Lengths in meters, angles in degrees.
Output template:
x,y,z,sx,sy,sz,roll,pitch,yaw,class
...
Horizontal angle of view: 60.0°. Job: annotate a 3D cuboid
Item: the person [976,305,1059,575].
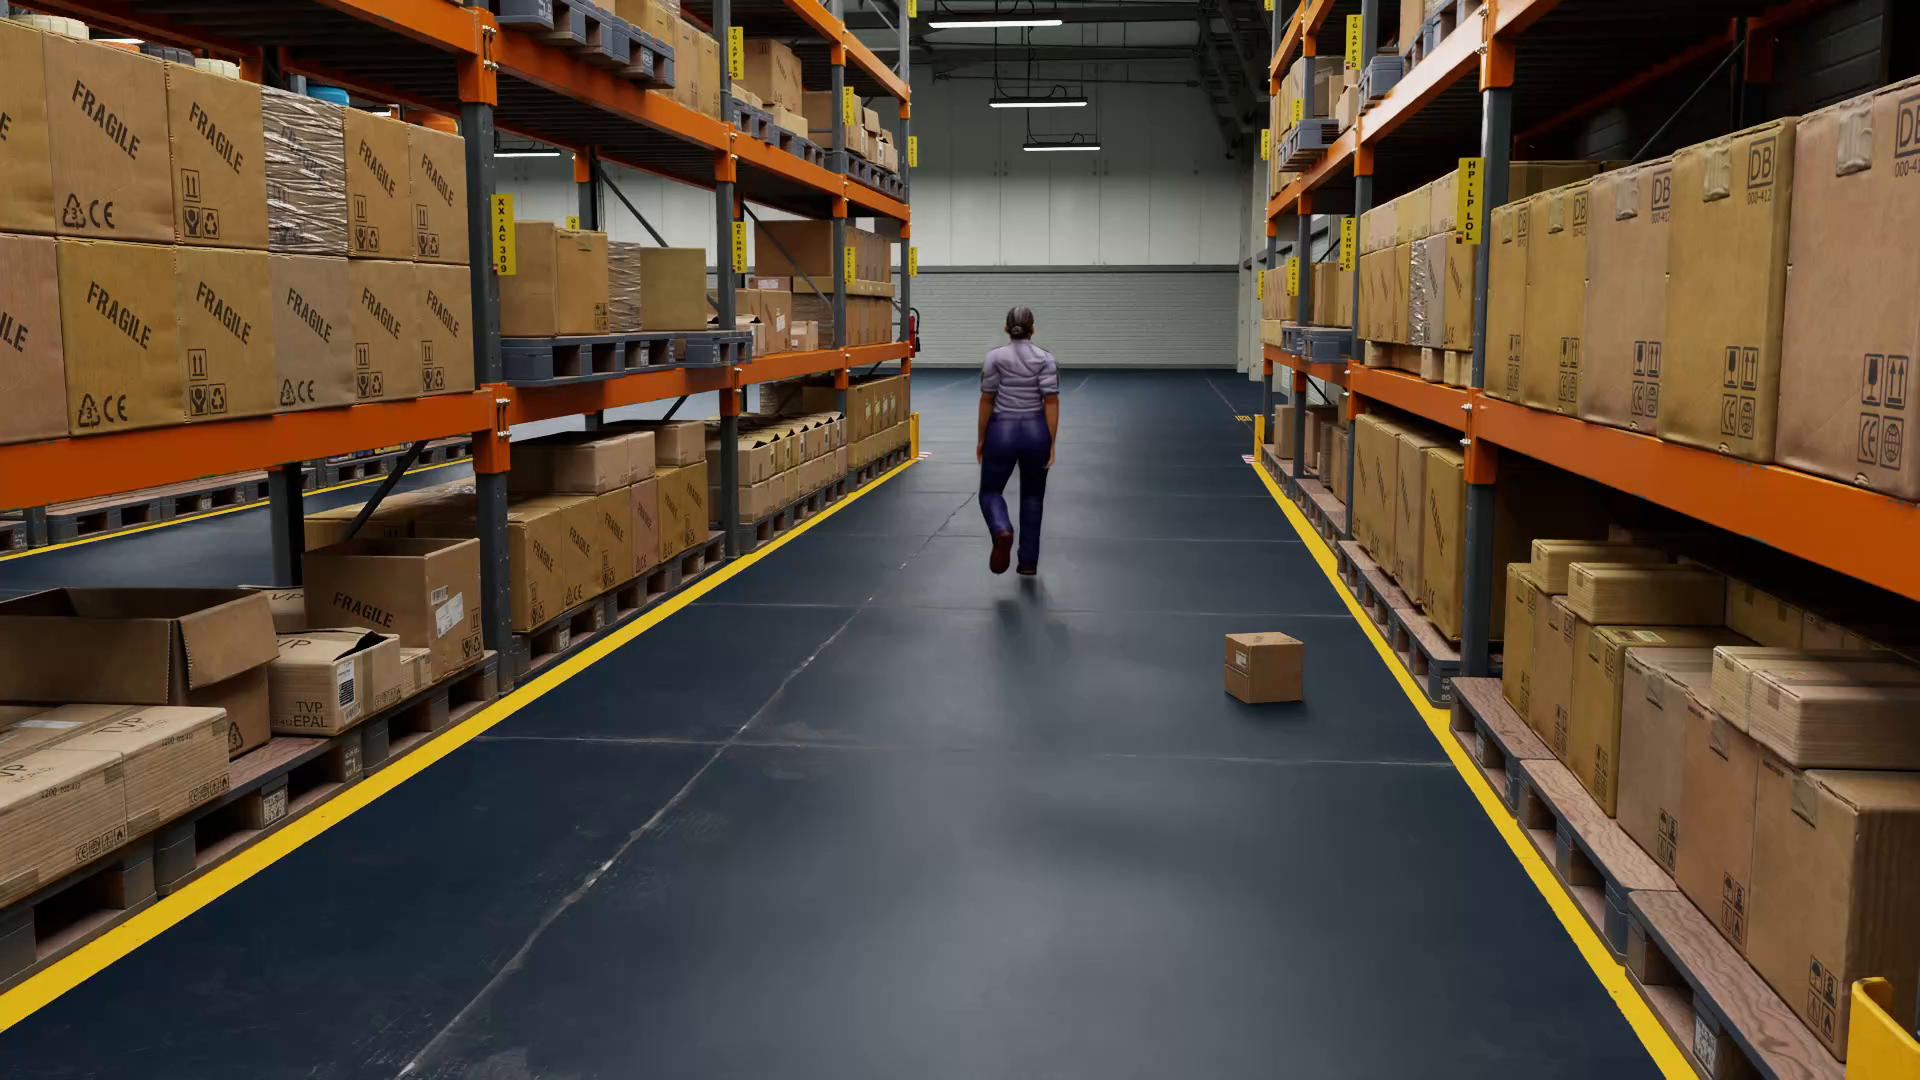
x,y,z,sx,sy,sz,roll,pitch,yaw,class
0.348,-0.579,10.001,0.490,1.623,0.558,-1,8,-4,person
